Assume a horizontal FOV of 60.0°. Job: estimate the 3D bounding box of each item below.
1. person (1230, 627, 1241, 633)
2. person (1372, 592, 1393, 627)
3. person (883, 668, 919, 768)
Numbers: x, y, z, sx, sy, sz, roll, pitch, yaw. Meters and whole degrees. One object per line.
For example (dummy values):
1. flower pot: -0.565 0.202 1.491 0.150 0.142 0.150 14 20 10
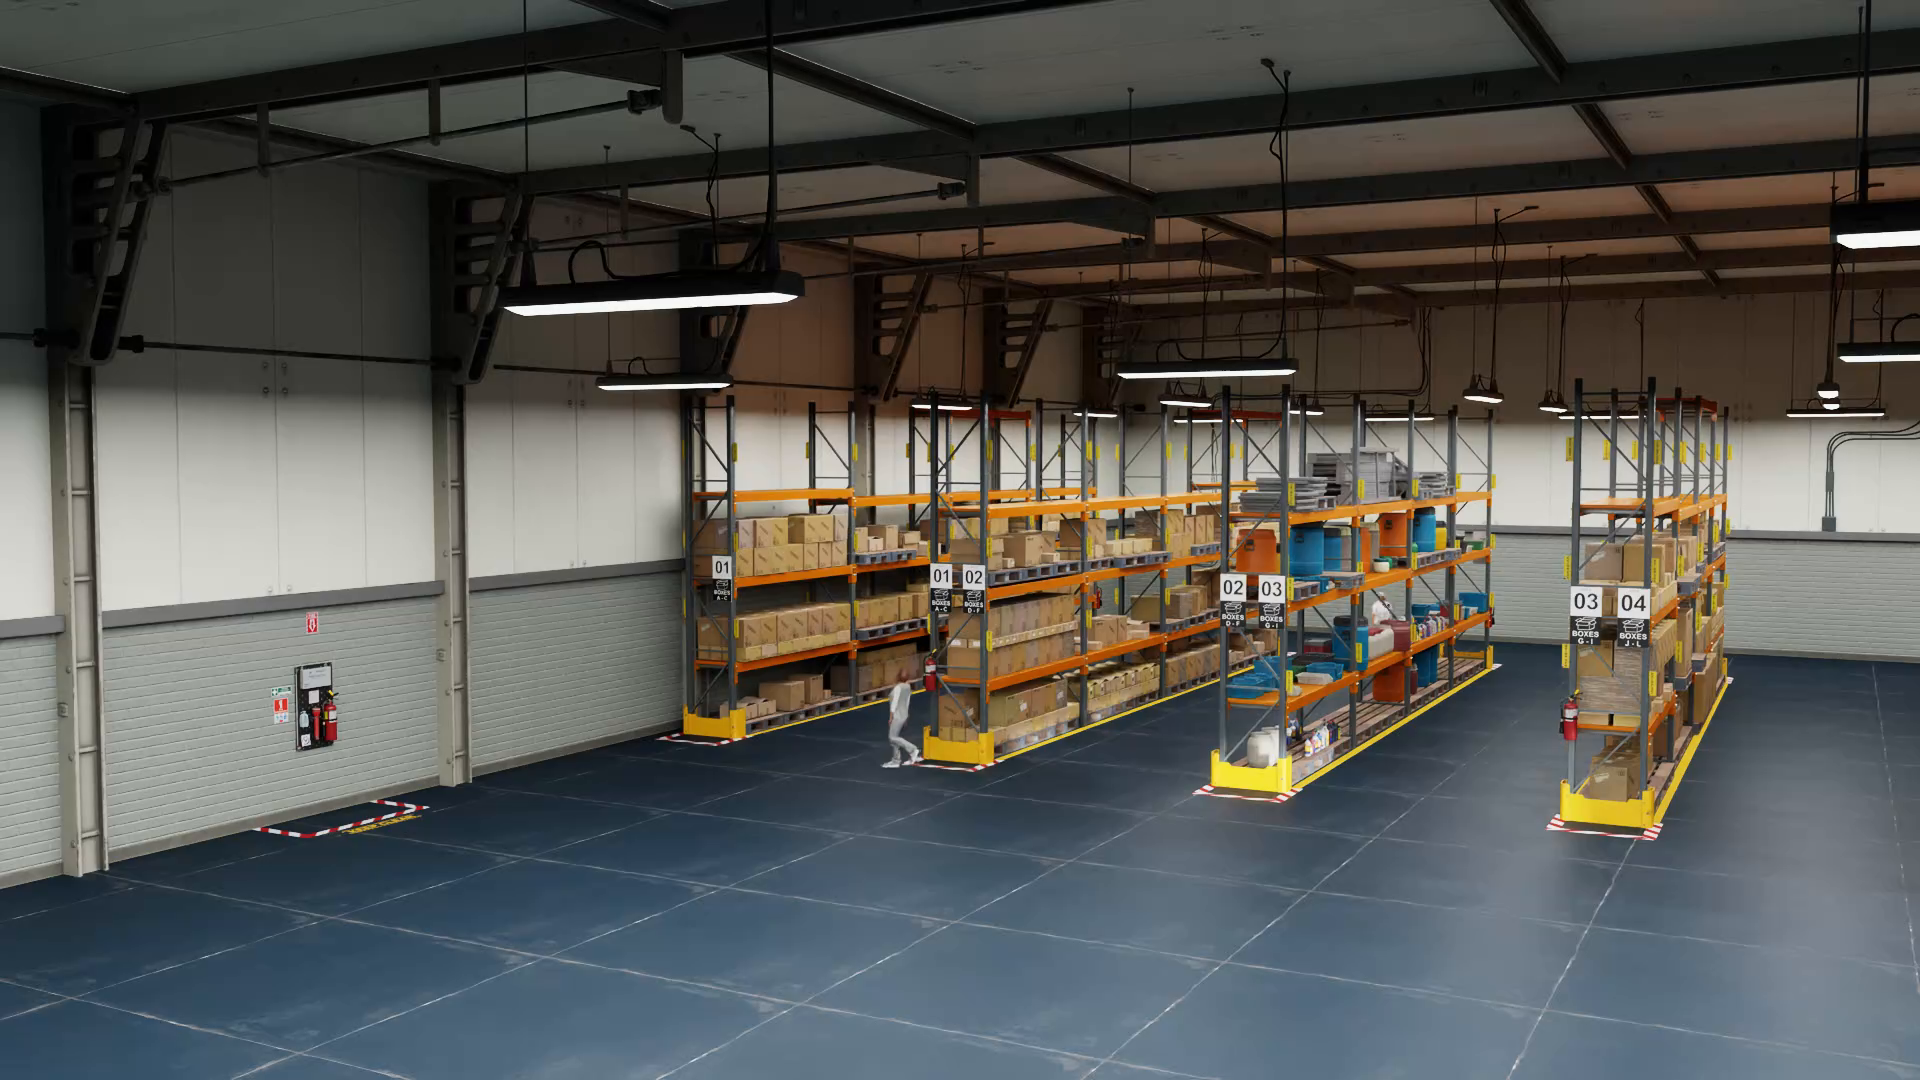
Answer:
1. person: 6.999 1.884 42.444 0.600 1.783 0.374 -1 3 -24
2. person: 10.192 2.079 40.026 0.552 1.680 0.404 0 3 2
3. person: -0.937 2.818 26.308 0.581 1.589 0.380 0 3 0
